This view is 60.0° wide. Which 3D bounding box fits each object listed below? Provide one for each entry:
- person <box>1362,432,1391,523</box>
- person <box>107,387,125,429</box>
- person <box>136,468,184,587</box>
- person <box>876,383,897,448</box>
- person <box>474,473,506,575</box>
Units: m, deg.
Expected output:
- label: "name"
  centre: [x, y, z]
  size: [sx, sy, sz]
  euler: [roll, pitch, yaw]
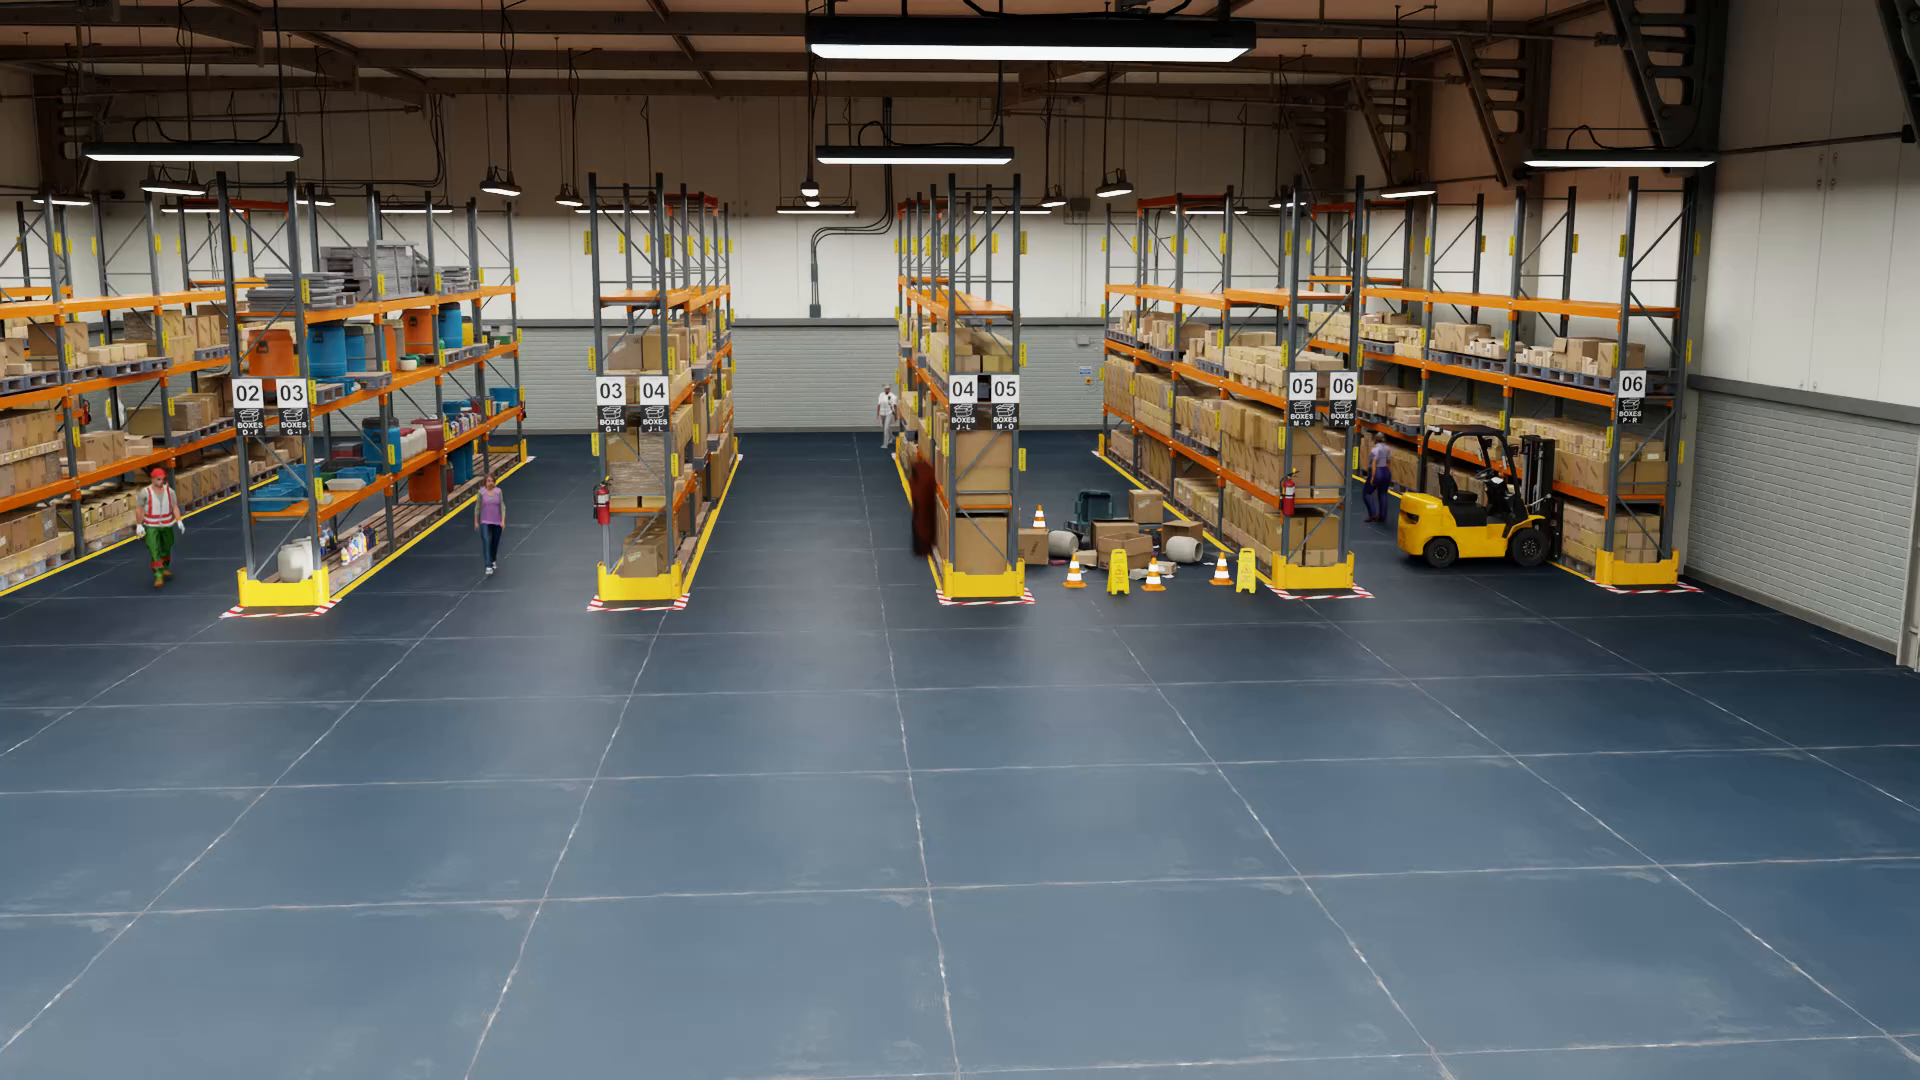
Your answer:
- label: "person"
  centre: [7.668, -1.129, 30.507]
  size: [0.529, 1.669, 0.392]
  euler: [-7, 12, -34]
- label: "person"
  centre: [-20.202, -2.829, 39.839]
  size: [0.393, 1.684, 0.509]
  euler: [-1, 10, -3]
- label: "person"
  centre: [-11.944, -0.224, 24.823]
  size: [0.640, 1.716, 1.093]
  euler: [-6, 12, -31]
- label: "person"
  centre: [-1.815, -3.145, 41.734]
  size: [0.445, 1.614, 1.020]
  euler: [4, 11, 24]
- label: "person"
  centre: [-7.218, -0.255, 25.603]
  size: [0.453, 1.529, 0.969]
  euler: [-6, 12, -30]
